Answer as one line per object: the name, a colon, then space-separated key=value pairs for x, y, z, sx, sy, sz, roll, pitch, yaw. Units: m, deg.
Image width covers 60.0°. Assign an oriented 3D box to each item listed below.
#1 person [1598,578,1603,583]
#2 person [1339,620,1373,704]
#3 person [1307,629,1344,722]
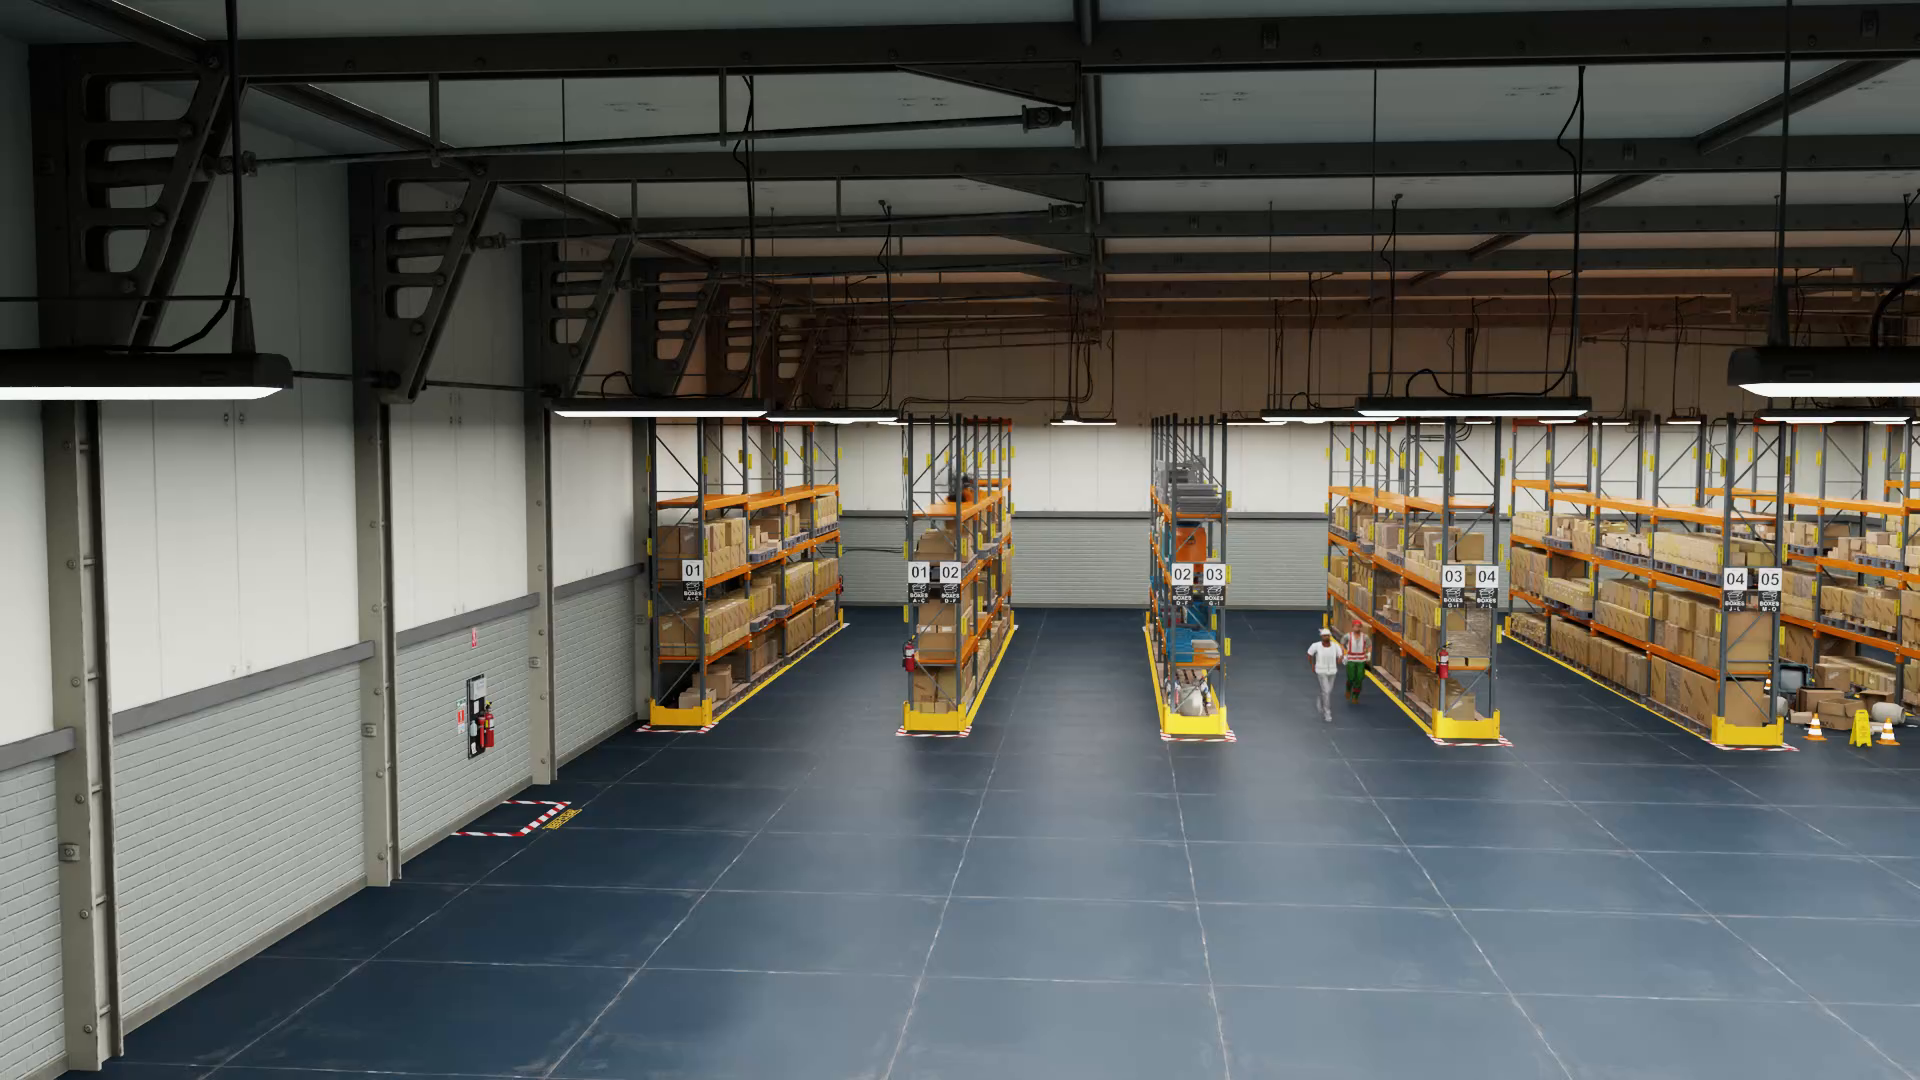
person: x=17.365 y=1.845 z=45.272 sx=0.627 sy=1.681 sz=0.664 roll=-1 pitch=4 yaw=-9
person: x=8.248 y=2.525 z=34.562 sx=0.673 sy=1.751 sz=0.581 roll=0 pitch=4 yaw=3
person: x=7.236 y=2.630 z=32.820 sx=0.682 sy=1.780 sz=0.914 roll=0 pitch=4 yaw=-7
